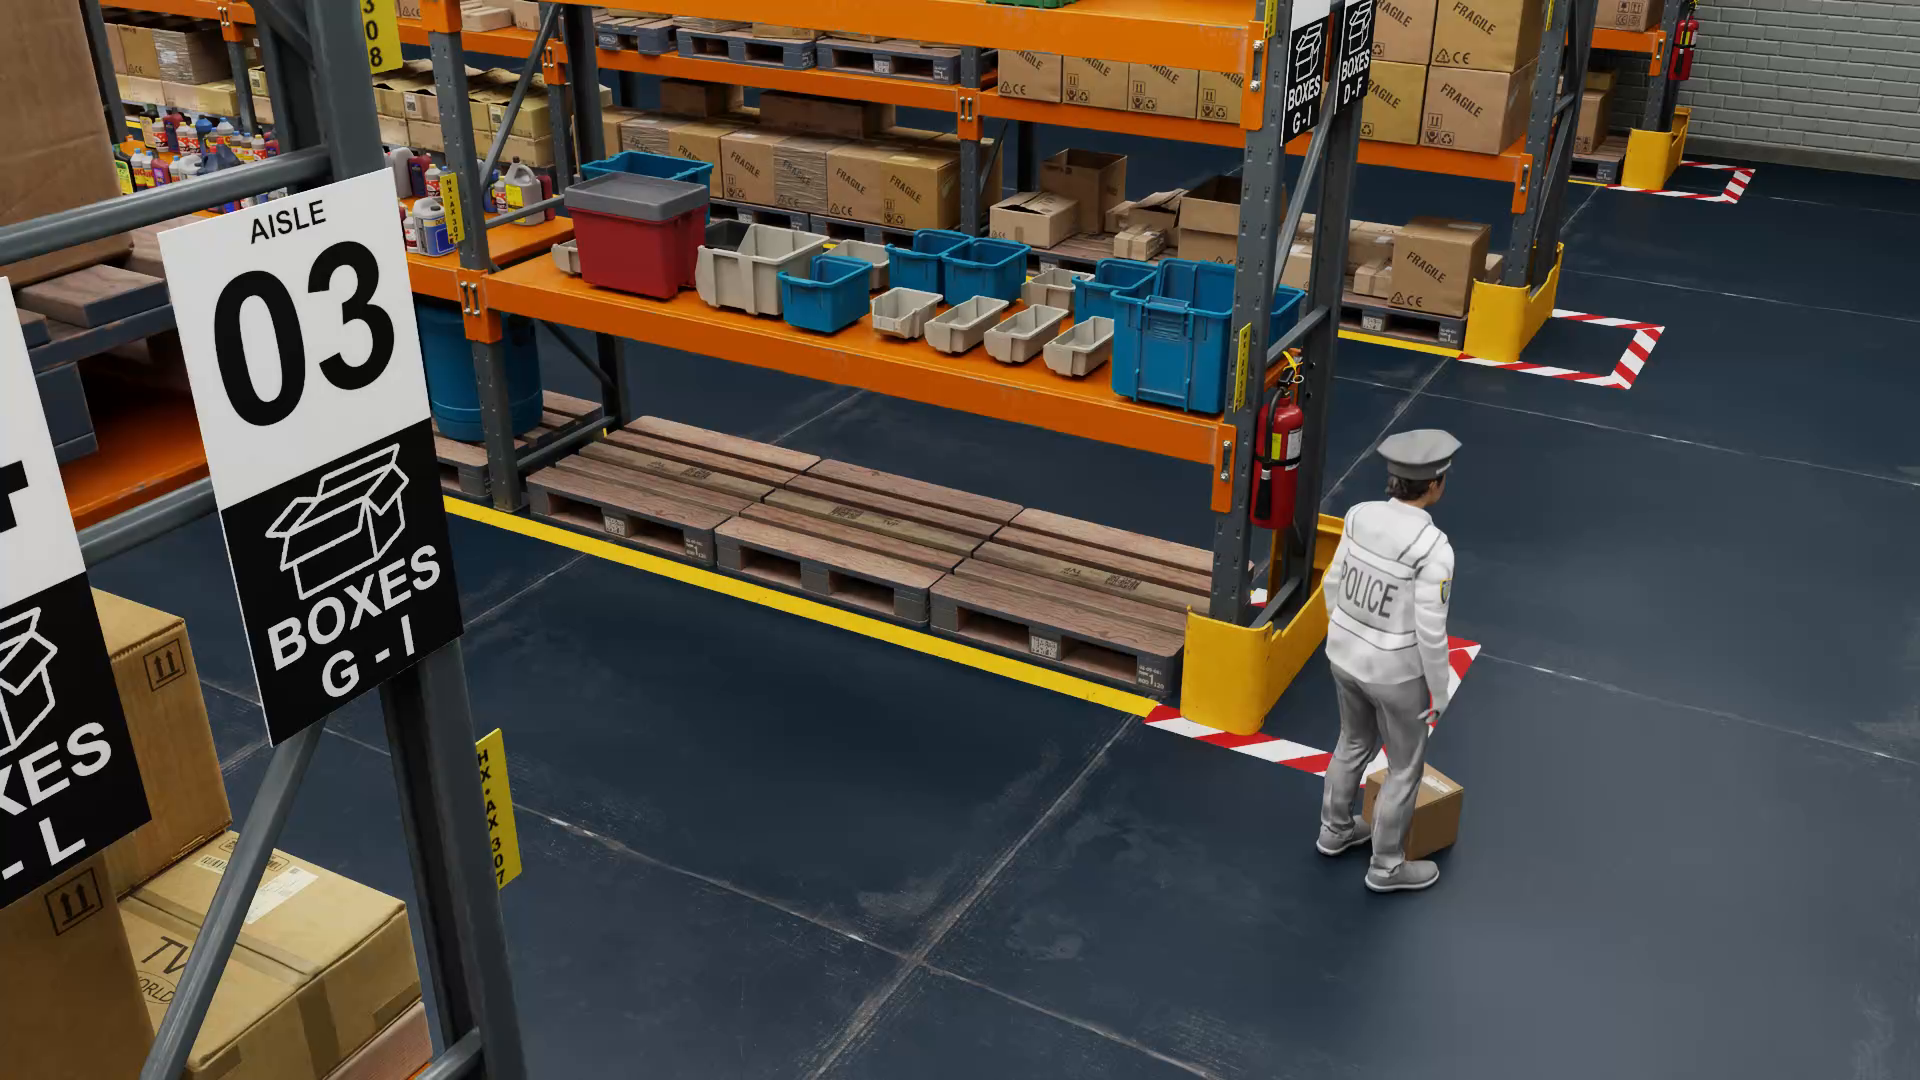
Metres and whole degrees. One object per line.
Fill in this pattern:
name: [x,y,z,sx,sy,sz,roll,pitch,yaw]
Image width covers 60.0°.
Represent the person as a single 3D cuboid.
person: [1.473,0.430,5.758,0.374,1.661,0.526,-16,31,-29]
